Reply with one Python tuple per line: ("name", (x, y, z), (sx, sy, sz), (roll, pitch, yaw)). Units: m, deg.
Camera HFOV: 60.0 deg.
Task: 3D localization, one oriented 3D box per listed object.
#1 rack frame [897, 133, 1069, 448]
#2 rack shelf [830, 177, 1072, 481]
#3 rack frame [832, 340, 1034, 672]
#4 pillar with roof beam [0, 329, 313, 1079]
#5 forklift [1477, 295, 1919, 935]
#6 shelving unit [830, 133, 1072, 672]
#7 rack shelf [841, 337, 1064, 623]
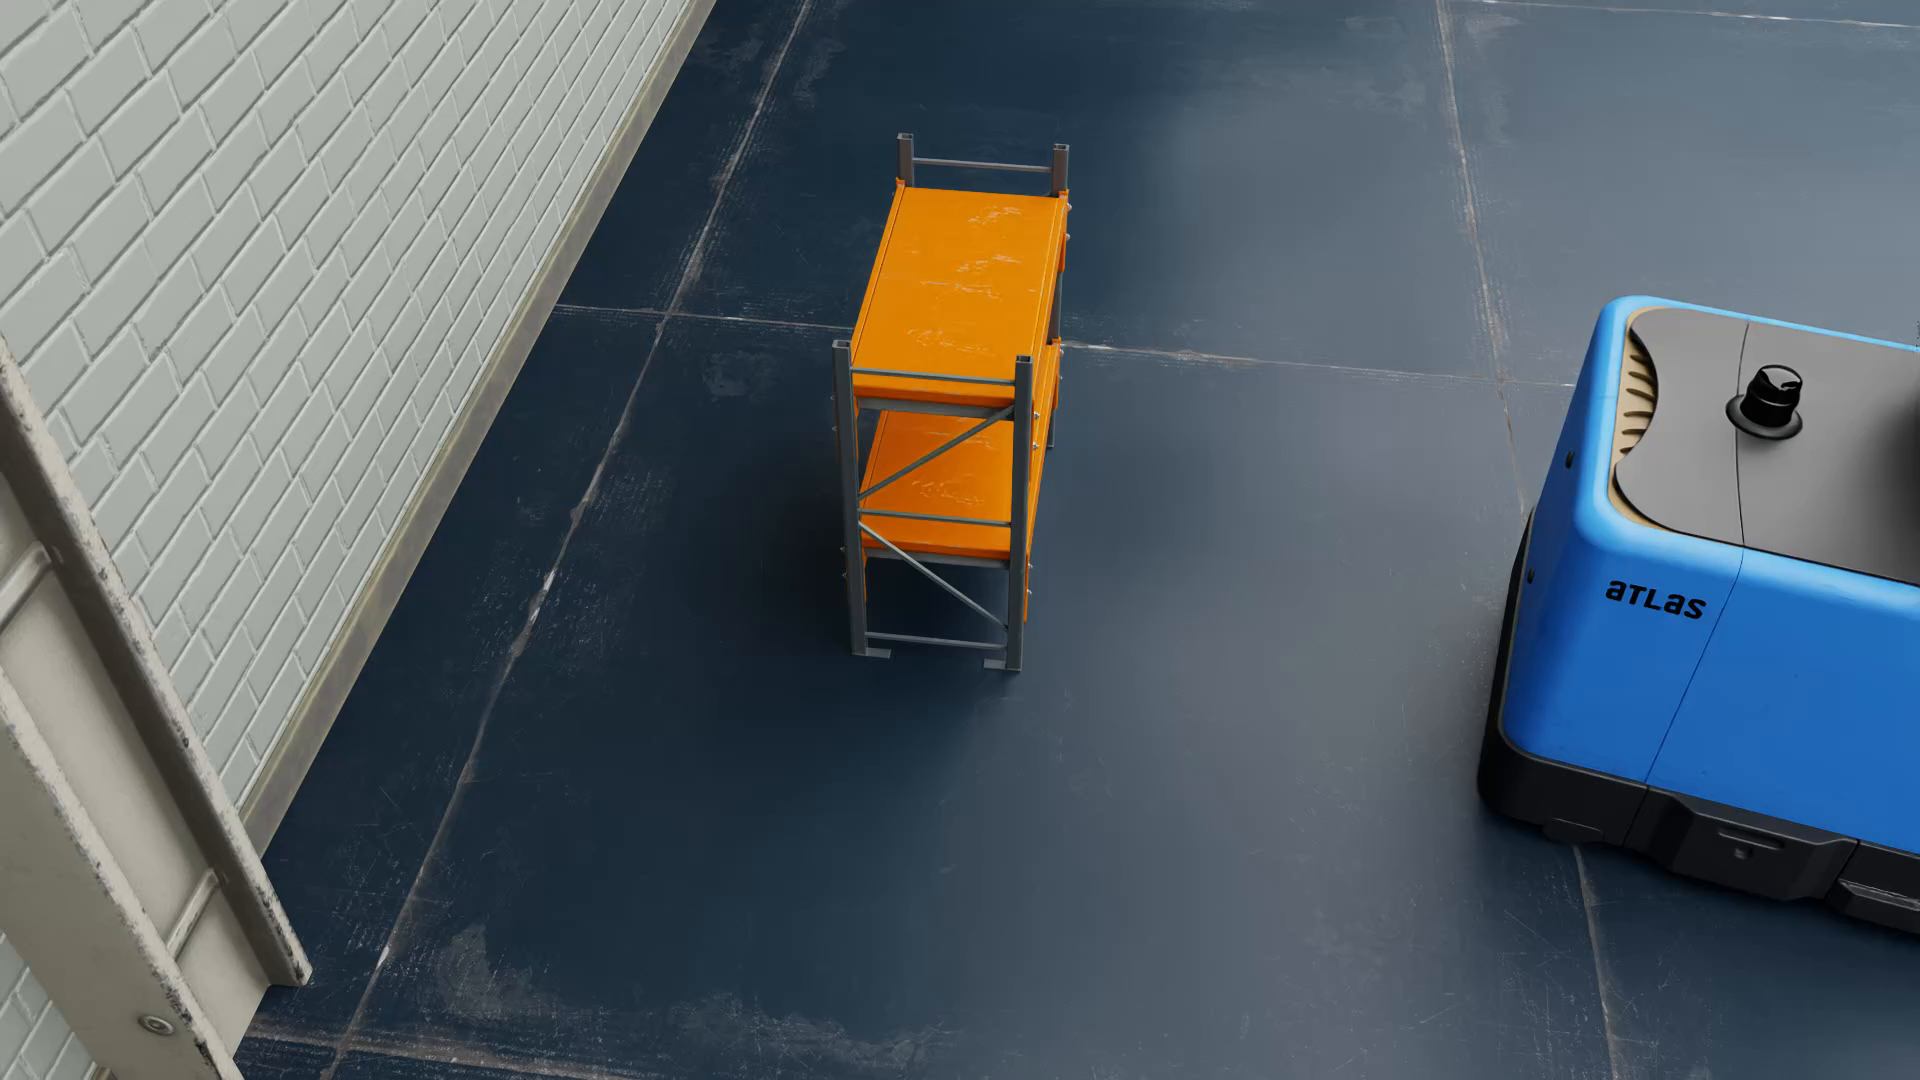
("rack frame", (0.066, -0.750, 5.224), (0.500, 1.125, 0.032), (5, 44, 6))
("rack shelf", (-0.001, -0.616, 4.657), (0.538, 0.278, 1.000), (5, 44, 6))
("rack frame", (-0.068, -0.057, 4.492), (0.500, 1.125, 0.032), (5, 44, 6))
("pillar with roof beam", (2.484, -1.695, 0.496), (9.100, 9.000, 0.400), (5, 44, 6))
("forklift", (2.959, -0.294, 3.429), (3.031, 2.935, 1.130), (14, 45, 14))
("shelving unit", (-0.001, -0.404, 4.858), (0.538, 1.125, 1.048), (5, 44, 6))
("rack shelf", (-0.001, -0.226, 5.026), (0.538, 0.278, 1.000), (5, 44, 6))
